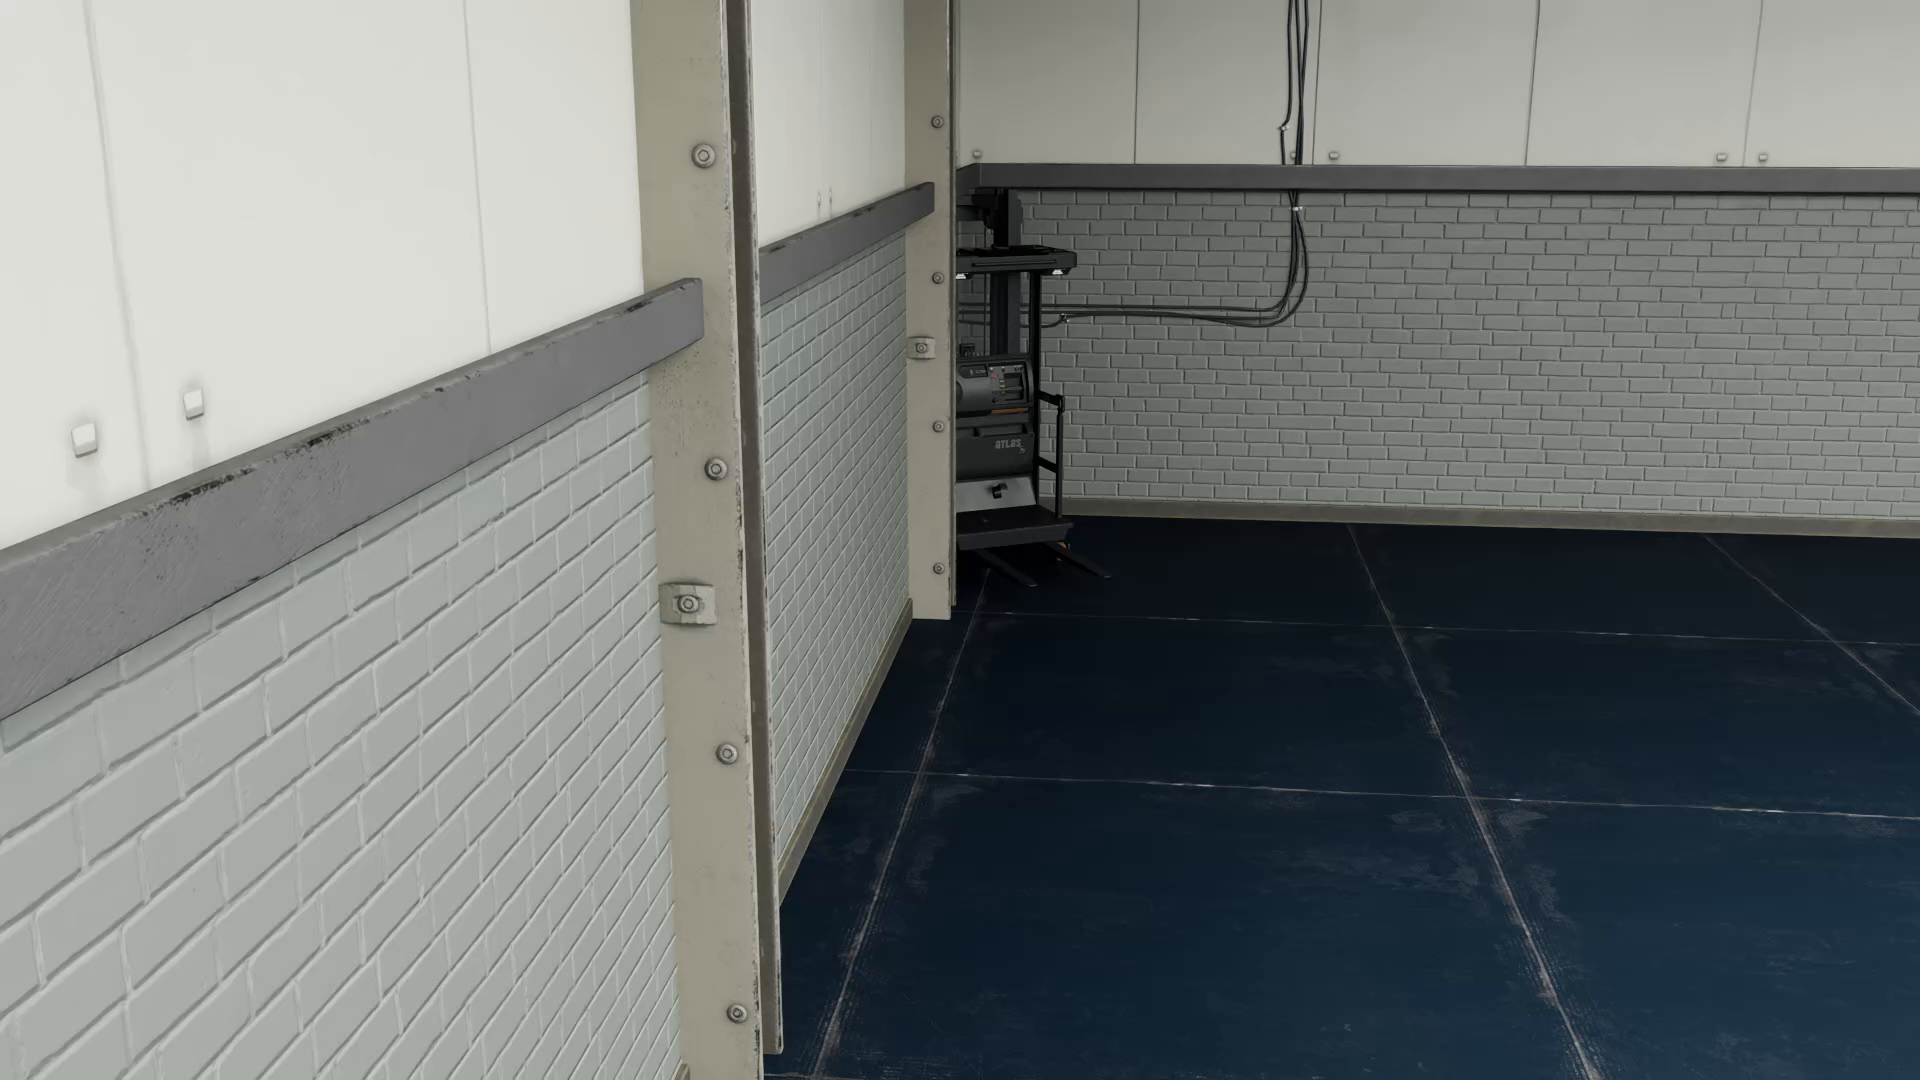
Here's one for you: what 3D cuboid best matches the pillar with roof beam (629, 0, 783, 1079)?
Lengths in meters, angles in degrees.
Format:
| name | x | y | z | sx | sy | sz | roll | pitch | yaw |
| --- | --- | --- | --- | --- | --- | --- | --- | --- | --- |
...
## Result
| name | x | y | z | sx | sy | sz | roll | pitch | yaw |
| --- | --- | --- | --- | --- | --- | --- | --- | --- | --- |
| pillar with roof beam | 3.396 | -2.142 | 4.843 | 9.100 | 9.000 | 0.400 | 2 | 15 | 6 |

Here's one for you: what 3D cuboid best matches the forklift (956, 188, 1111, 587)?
| name | x | y | z | sx | sy | sz | roll | pitch | yaw |
| --- | --- | --- | --- | --- | --- | --- | --- | --- | --- |
| forklift | 0.237 | -1.264 | 13.220 | 1.130 | 2.935 | 3.031 | -6 | 16 | -22 |

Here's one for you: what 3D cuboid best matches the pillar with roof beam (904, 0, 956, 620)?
| name | x | y | z | sx | sy | sz | roll | pitch | yaw |
| --- | --- | --- | --- | --- | --- | --- | --- | --- | --- |
| pillar with roof beam | 4.073 | -3.698 | 10.598 | 9.100 | 9.000 | 0.400 | 2 | 15 | 6 |

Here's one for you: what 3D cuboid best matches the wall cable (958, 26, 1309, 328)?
| name | x | y | z | sx | sy | sz | roll | pitch | yaw |
| --- | --- | --- | --- | --- | --- | --- | --- | --- | --- |
| wall cable | 1.442 | -3.051 | 14.154 | 3.097 | 2.526 | 0.112 | 2 | 15 | 6 |

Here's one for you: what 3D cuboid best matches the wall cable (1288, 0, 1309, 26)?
| name | x | y | z | sx | sy | sz | roll | pitch | yaw |
| --- | --- | --- | --- | --- | --- | --- | --- | --- | --- |
| wall cable | 4.130 | -5.409 | 13.200 | 3.097 | 2.526 | 0.112 | 2 | 15 | 6 |
